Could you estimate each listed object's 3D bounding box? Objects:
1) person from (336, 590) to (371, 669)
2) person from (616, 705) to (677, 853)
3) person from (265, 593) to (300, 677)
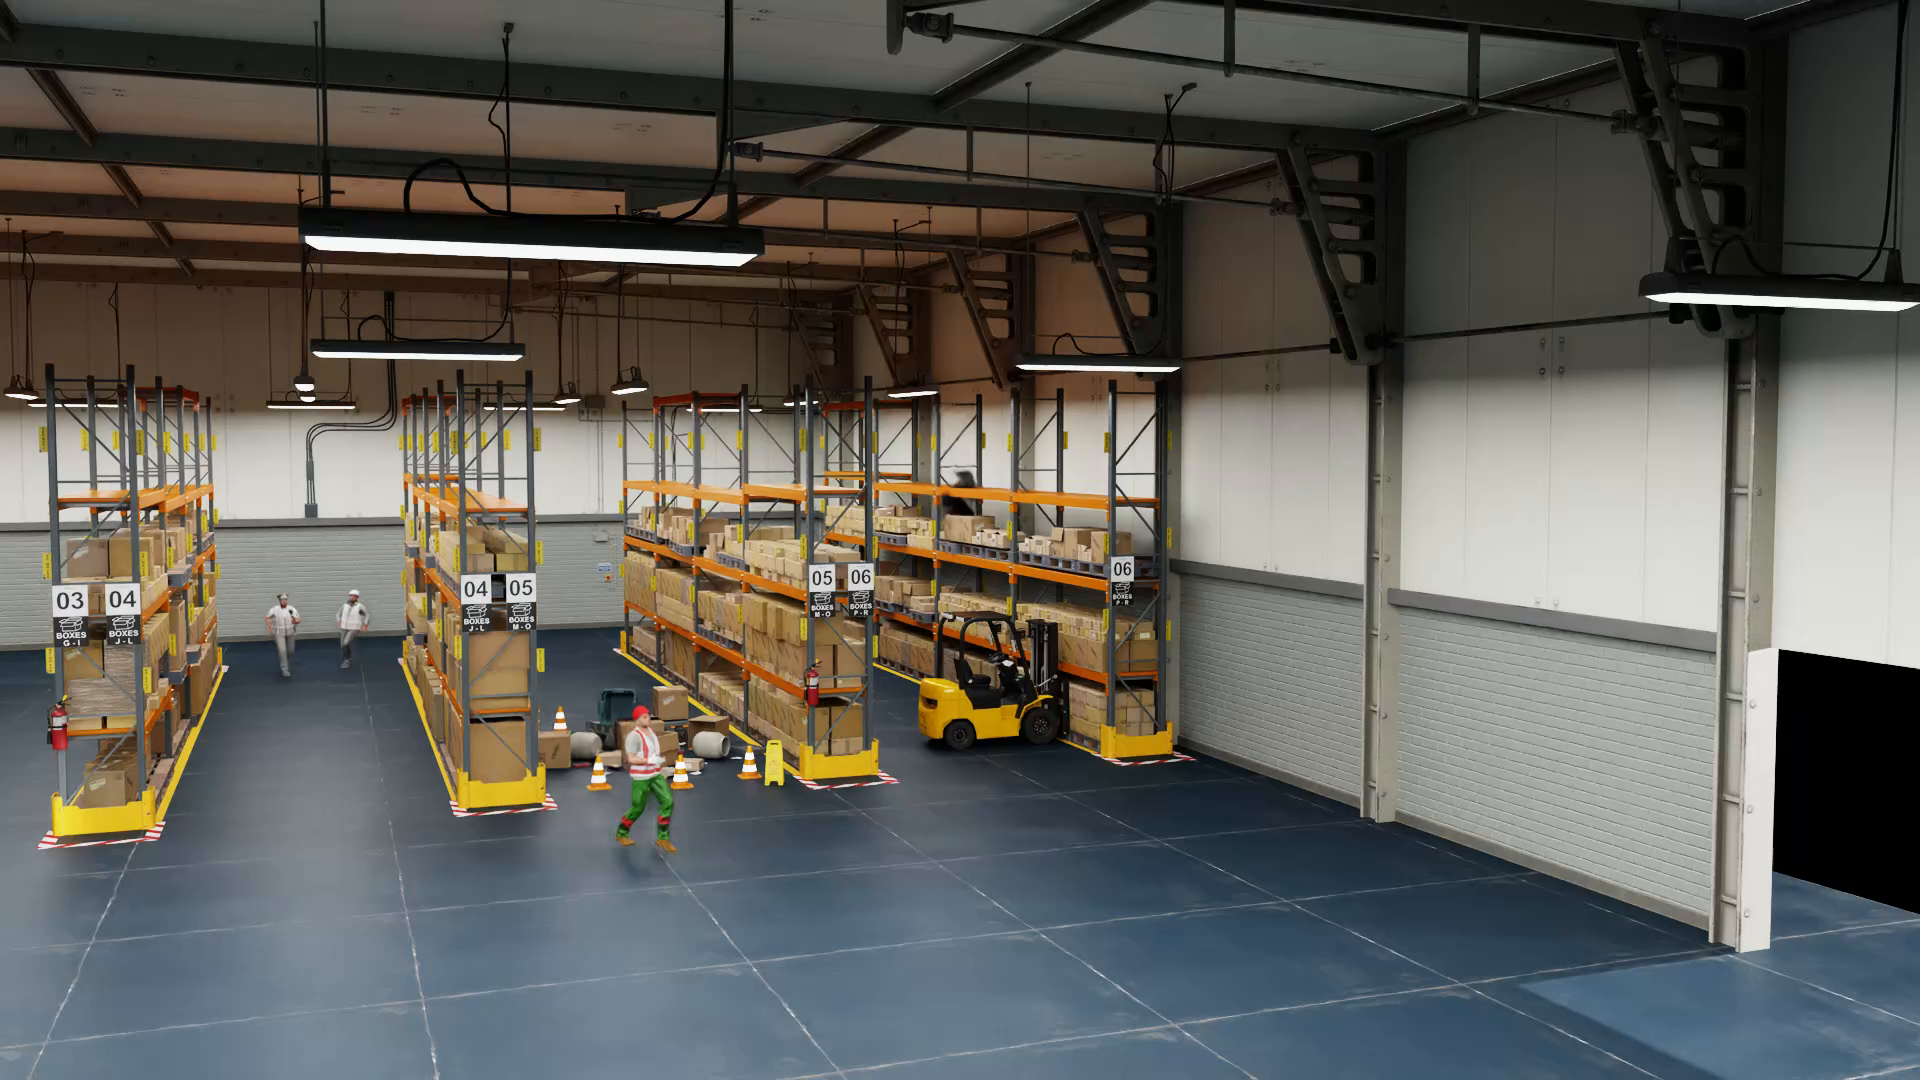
[{"bbox_3d":[-13.562,1.992,36.968,0.704,1.758,0.620,1,3,10],"label":"person"},{"bbox_3d":[-3.854,2.924,20.404,0.818,1.806,0.667,2,4,29],"label":"person"},{"bbox_3d":[-14.530,2.014,35.751,0.669,1.753,0.980,-2,4,-36],"label":"person"}]
